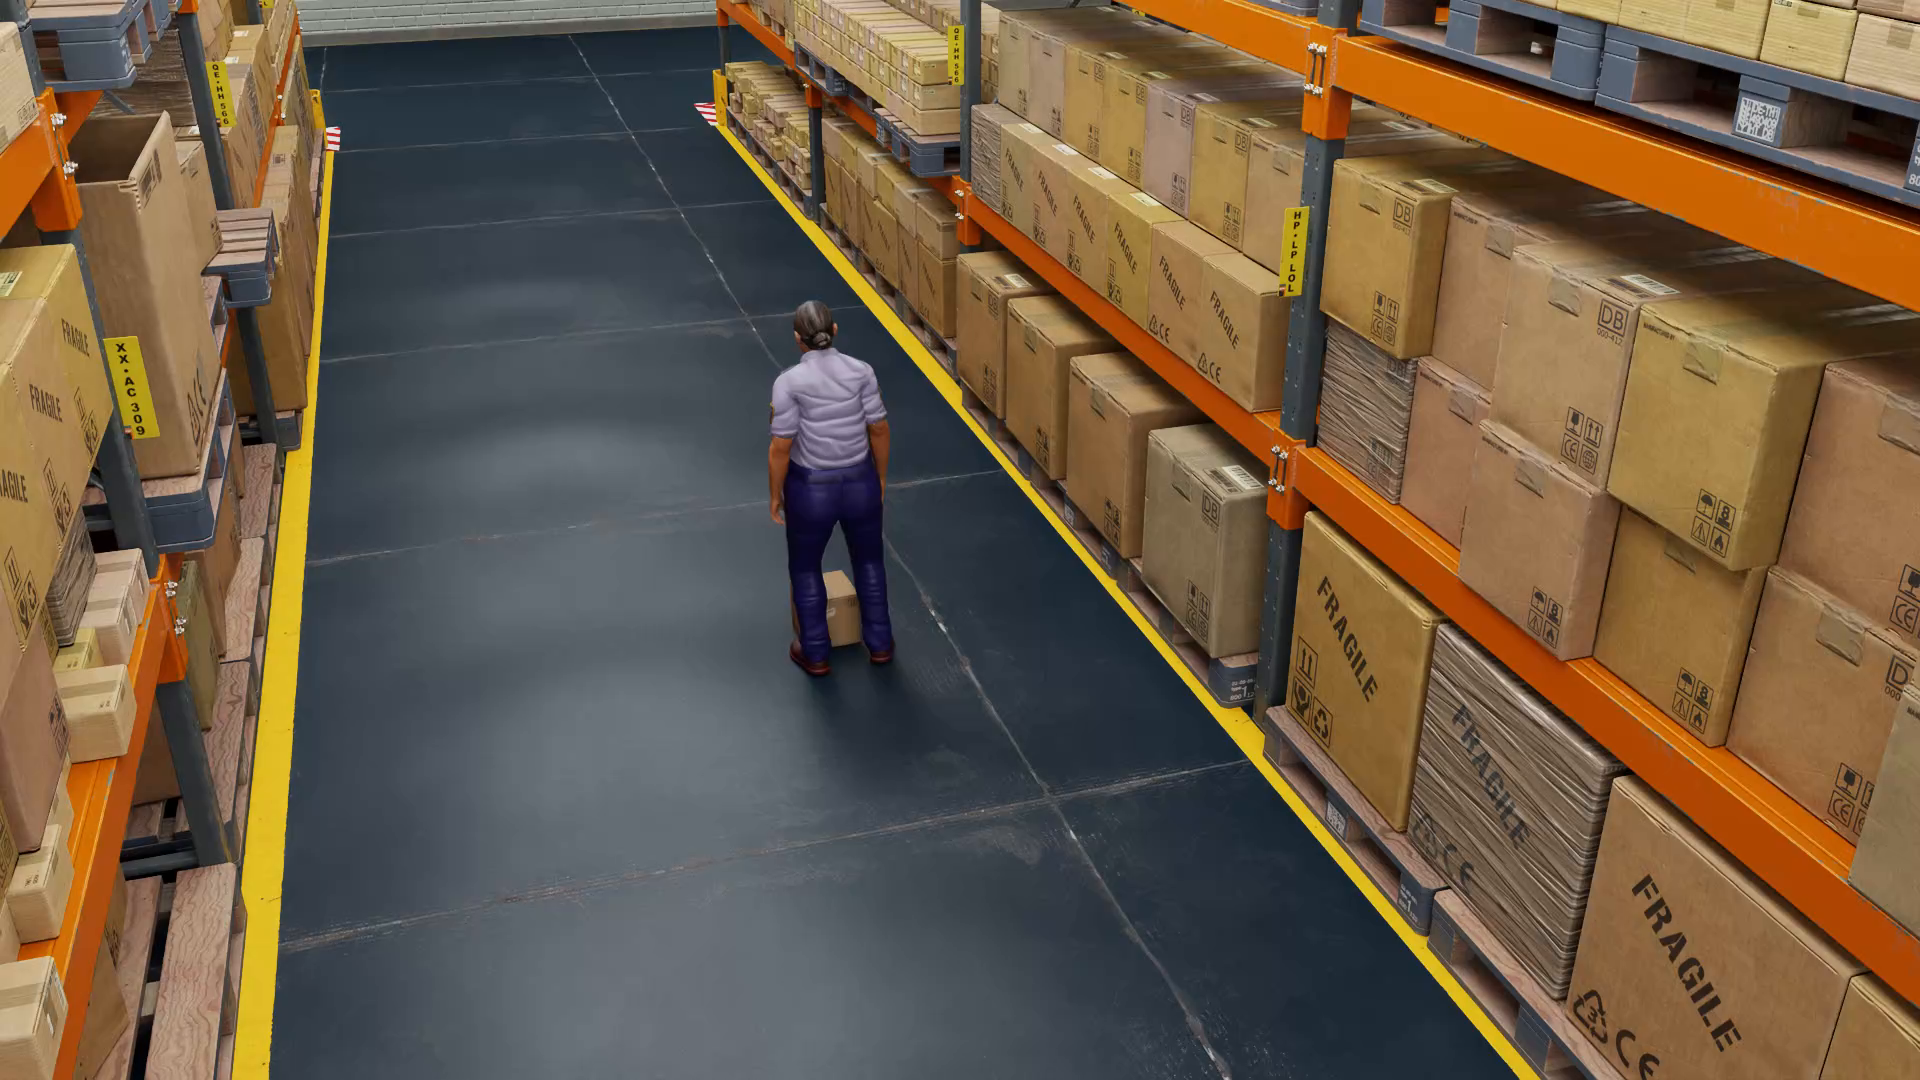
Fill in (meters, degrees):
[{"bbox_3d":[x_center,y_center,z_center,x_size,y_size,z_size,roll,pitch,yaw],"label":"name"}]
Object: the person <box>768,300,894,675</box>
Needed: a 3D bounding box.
[{"bbox_3d":[-0.535,-0.199,7.038,0.564,1.637,0.370,-10,28,-19],"label":"person"}]
